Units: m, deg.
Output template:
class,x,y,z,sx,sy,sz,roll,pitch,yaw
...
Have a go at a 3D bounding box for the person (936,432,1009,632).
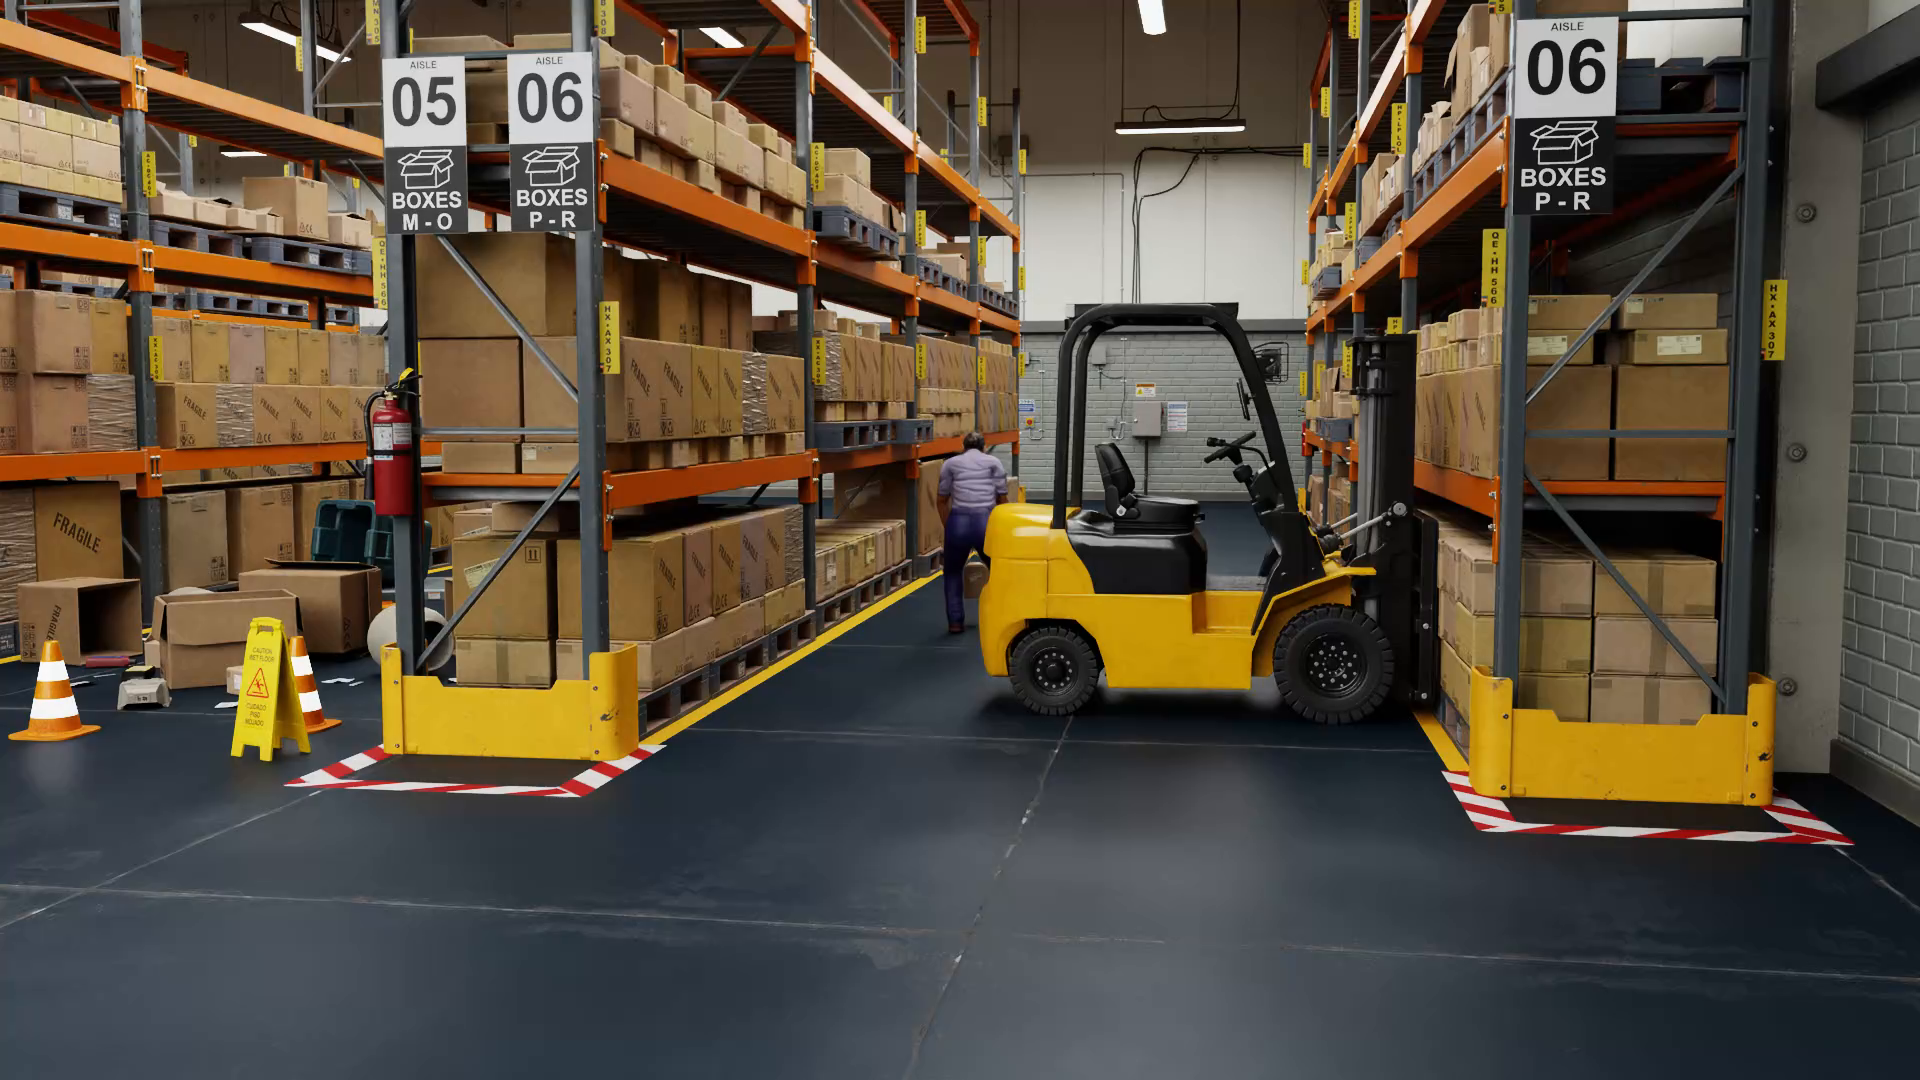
class,x,y,z,sx,sy,sz,roll,pitch,yaw
person,0.078,-0.050,11.964,0.531,1.446,0.594,1,5,9
